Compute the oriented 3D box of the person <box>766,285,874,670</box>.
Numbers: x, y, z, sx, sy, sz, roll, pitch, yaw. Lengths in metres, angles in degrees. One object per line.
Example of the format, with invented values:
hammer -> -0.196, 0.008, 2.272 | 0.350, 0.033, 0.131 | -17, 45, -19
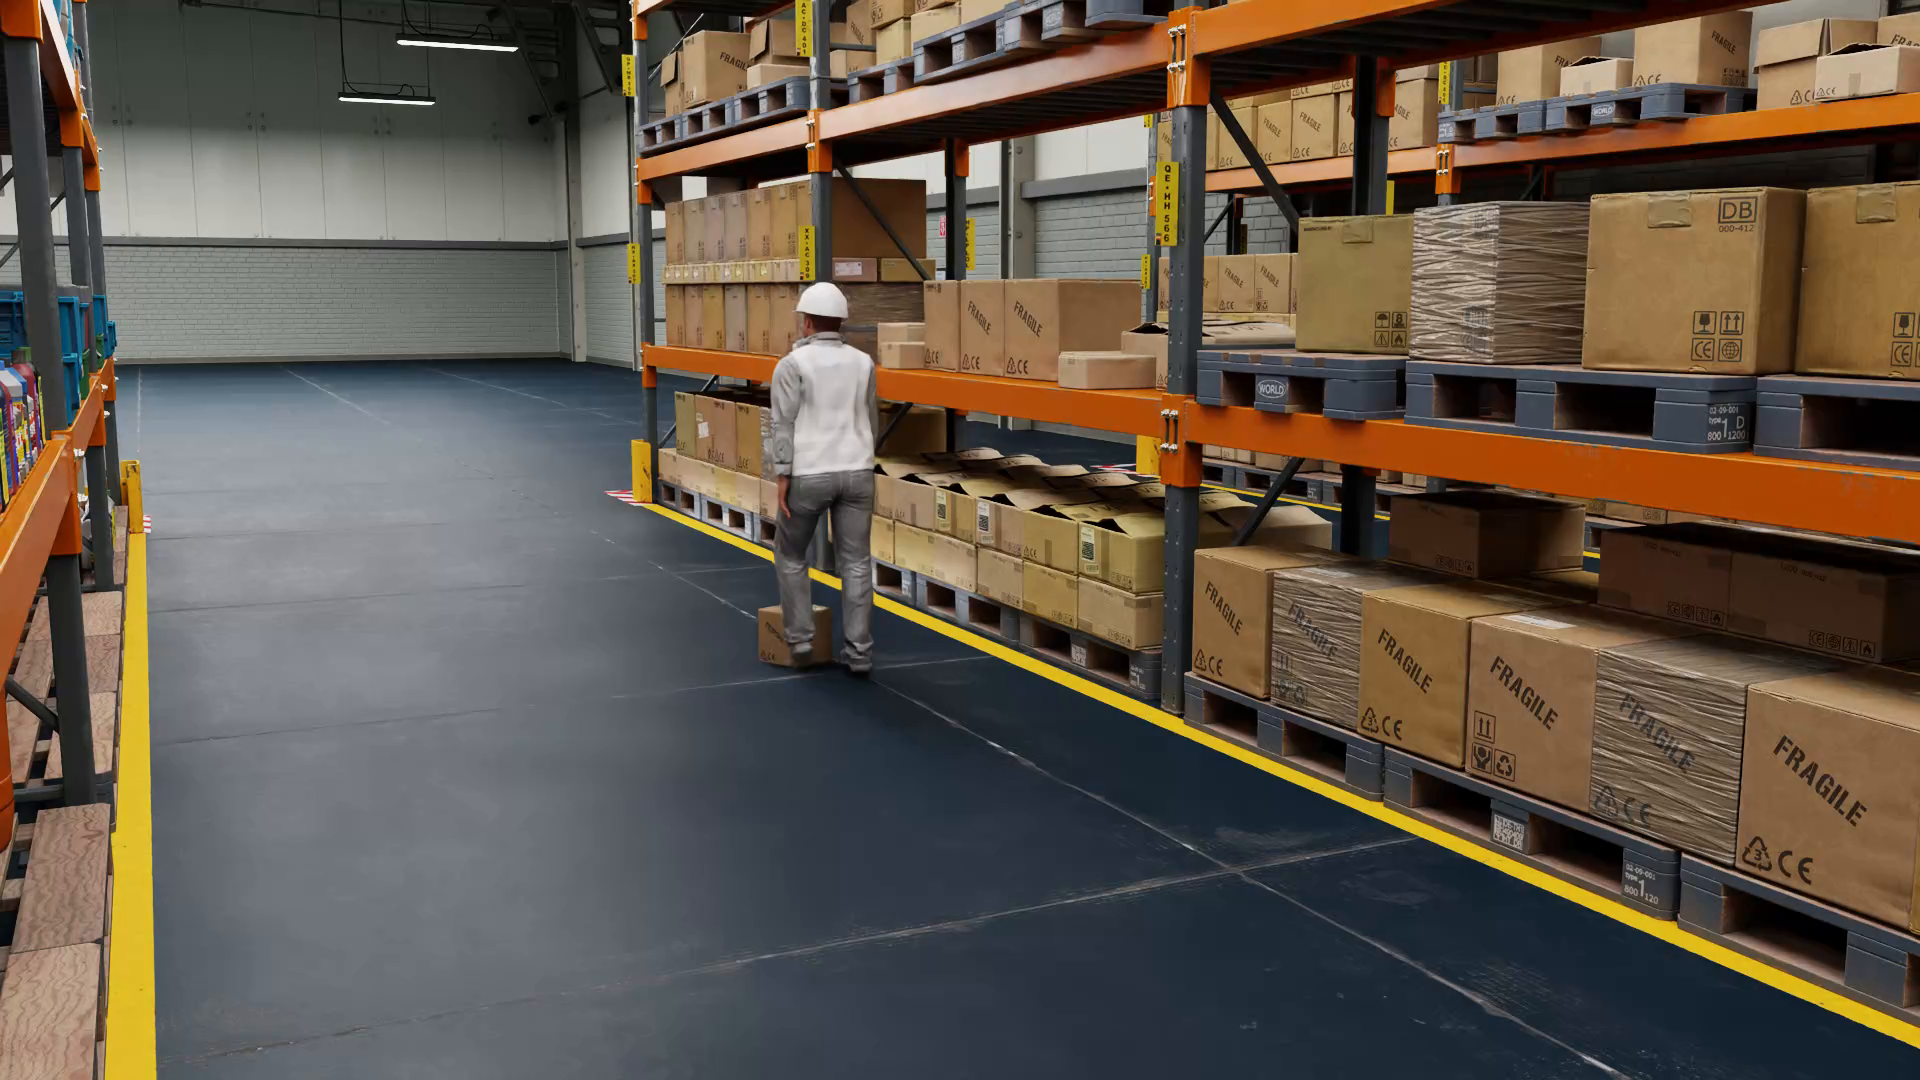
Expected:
person -> -0.647, -0.269, 7.696 | 0.561, 1.802, 0.837 | -4, 9, -24
